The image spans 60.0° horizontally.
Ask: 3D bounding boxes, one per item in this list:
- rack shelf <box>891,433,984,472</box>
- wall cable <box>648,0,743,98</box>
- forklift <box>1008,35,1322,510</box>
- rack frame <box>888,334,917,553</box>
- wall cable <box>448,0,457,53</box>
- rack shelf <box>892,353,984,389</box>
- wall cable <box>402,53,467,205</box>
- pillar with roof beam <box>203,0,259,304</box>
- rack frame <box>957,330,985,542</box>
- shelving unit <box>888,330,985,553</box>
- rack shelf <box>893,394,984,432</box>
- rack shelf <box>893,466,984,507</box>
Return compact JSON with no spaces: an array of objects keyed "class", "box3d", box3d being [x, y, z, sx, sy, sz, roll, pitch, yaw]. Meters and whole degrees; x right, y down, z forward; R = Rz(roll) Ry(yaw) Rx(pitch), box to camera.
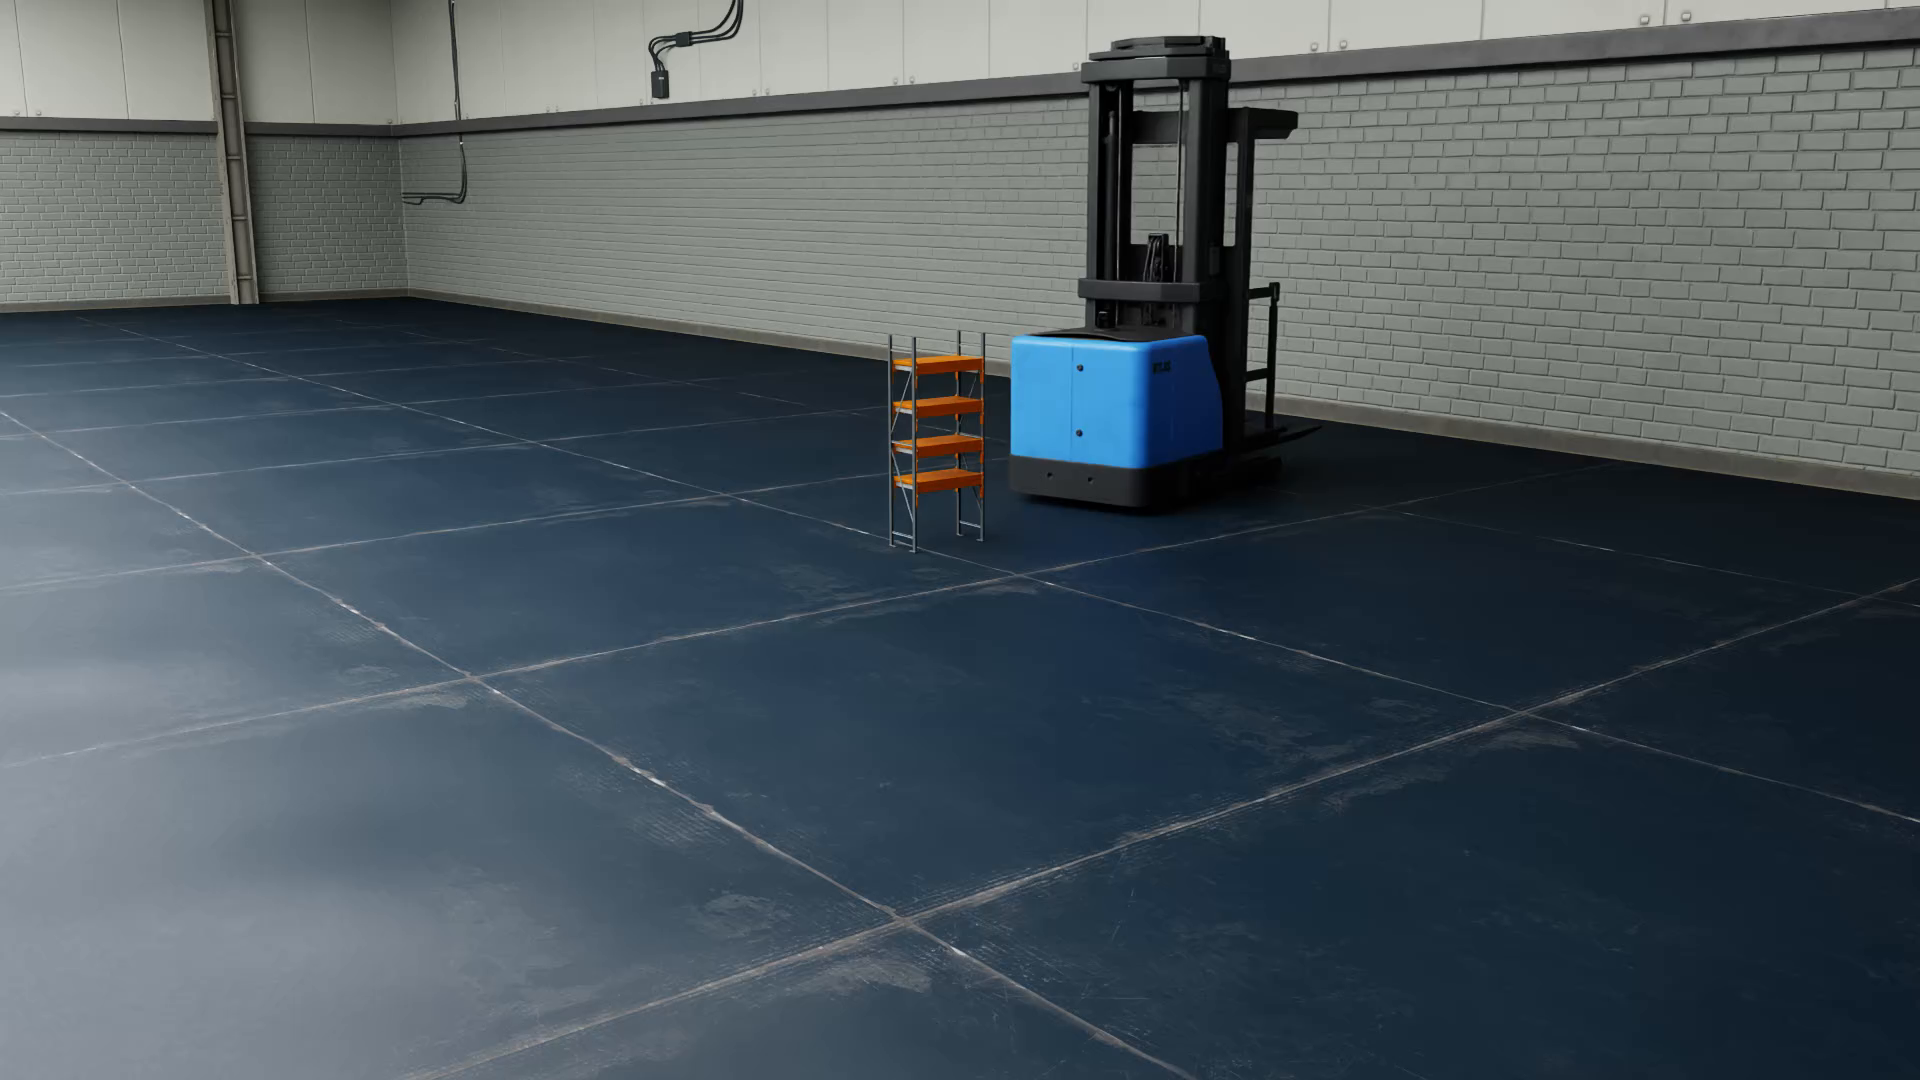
[{"class":"rack shelf","box3d":[-0.129,-0.500,9.417,0.480,0.148,0.258,-9,15,-38]},{"class":"wall cable","box3d":[-3.496,-8.840,21.408,0.169,6.003,2.305,-9,15,-38]},{"class":"forklift","box3d":[1.591,-1.873,11.394,1.130,2.935,3.031,9,15,35]},{"class":"rack frame","box3d":[-0.320,-0.534,9.254,0.015,1.200,0.240,-9,15,-38]},{"class":"wall cable","box3d":[-7.724,-9.231,26.754,0.112,2.526,3.097,-9,15,-38]},{"class":"rack shelf","box3d":[-0.129,-0.950,9.321,0.480,0.148,0.258,-9,15,-38]},{"class":"wall cable","box3d":[-9.414,-7.200,29.345,0.112,2.526,3.097,-9,15,-38]},{"class":"pillar with roof beam","box3d":[-9.851,-7.852,24.944,0.400,9.000,9.100,-9,15,-38]},{"class":"rack frame","box3d":[0.061,-0.597,9.552,0.015,1.200,0.240,-9,15,-38]},{"class":"shelving unit","box3d":[-0.129,-0.565,9.403,0.503,1.200,0.258,-9,15,-38]},{"class":"rack shelf","box3d":[-0.129,-0.718,9.370,0.480,0.148,0.258,-9,15,-38]},{"class":"rack shelf","box3d":[-0.129,-0.305,9.458,0.480,0.148,0.258,-9,15,-38]}]
